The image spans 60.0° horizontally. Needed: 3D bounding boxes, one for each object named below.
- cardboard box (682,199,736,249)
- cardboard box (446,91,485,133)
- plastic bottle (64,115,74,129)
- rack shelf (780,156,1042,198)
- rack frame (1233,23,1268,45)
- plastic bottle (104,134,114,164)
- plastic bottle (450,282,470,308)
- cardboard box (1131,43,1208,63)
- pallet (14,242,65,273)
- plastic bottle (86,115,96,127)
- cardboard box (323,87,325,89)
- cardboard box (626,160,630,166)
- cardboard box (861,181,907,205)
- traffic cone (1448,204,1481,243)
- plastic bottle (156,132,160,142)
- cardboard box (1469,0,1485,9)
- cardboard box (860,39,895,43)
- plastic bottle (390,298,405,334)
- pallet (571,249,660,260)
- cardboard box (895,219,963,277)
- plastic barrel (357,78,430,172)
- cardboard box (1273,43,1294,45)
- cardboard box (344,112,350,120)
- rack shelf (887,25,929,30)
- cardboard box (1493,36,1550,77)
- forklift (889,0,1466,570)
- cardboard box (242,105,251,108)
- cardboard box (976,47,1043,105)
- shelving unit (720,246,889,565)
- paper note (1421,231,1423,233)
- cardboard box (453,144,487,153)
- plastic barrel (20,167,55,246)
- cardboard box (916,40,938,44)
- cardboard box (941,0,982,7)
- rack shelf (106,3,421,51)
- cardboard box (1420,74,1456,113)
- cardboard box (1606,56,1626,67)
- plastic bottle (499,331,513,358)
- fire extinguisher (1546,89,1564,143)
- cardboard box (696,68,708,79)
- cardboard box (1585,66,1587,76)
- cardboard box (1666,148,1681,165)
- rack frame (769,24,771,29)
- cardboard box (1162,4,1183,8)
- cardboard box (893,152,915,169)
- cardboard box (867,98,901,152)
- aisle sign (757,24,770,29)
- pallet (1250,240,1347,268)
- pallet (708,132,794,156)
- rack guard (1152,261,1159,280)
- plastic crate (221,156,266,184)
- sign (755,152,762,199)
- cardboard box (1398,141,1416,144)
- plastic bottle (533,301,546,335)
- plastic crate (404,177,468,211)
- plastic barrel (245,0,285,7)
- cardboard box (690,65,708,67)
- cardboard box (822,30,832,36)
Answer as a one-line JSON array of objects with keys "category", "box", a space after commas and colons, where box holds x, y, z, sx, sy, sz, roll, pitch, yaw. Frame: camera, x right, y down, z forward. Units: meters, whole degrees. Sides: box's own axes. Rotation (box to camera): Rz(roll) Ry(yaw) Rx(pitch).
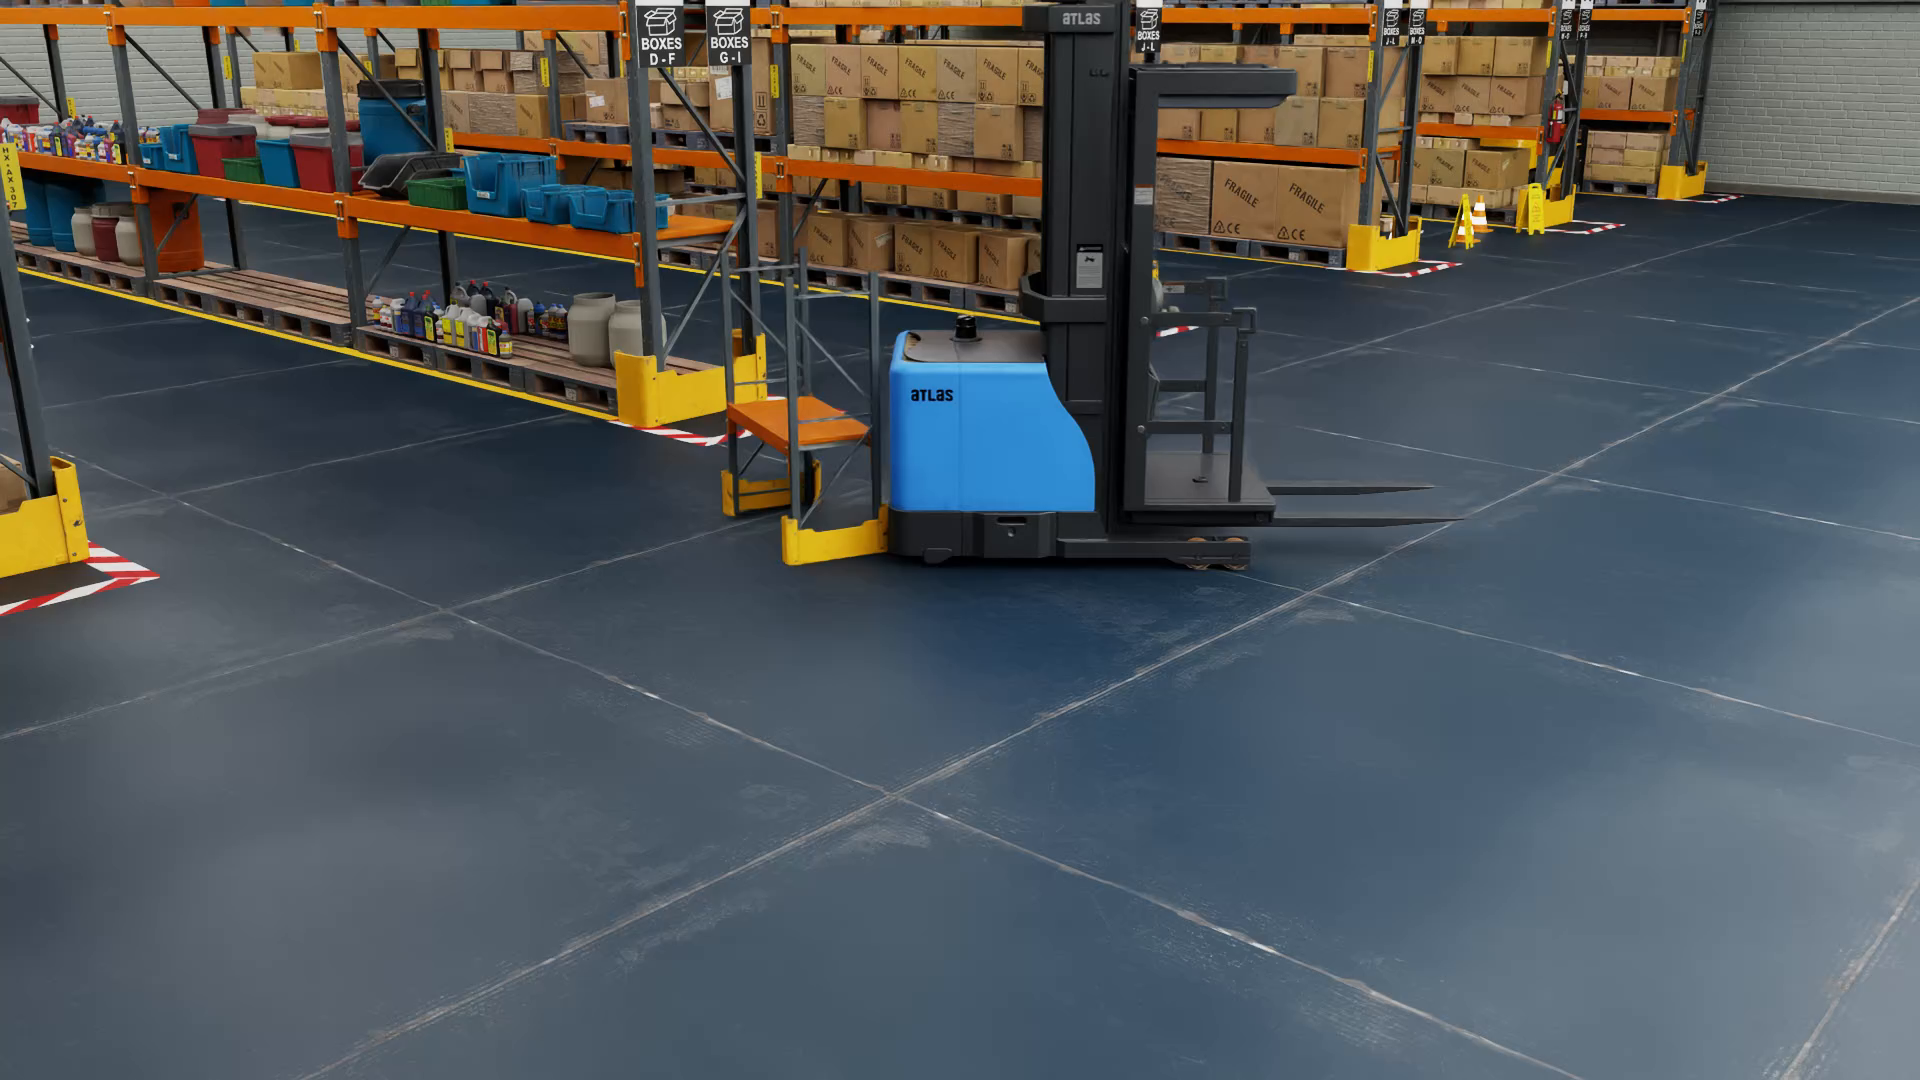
[{"category": "cardboard box", "box": [-2.747, -3.646, 19.047, 0.500, 0.500, 0.700, 13, 22, 35]}, {"category": "cardboard box", "box": [-6.204, -5.489, 21.282, 0.500, 0.500, 0.500, 16, 23, 40]}, {"category": "plastic bottle", "box": [-10.001, -4.607, 18.749, 0.185, 0.351, 0.144, 15, 23, 39]}, {"category": "rack shelf", "box": [-0.043, -3.543, 16.506, 4.000, 0.370, 1.077, 15, 23, 39]}, {"category": "rack frame", "box": [5.339, -8.456, 30.799, 0.127, 3.000, 1.000, 15, 23, 39]}, {"category": "plastic bottle", "box": [-8.577, -3.945, 16.778, 0.133, 0.283, 0.061, 15, 23, 39]}, {"category": "plastic bottle", "box": [-4.249, -2.017, 14.161, 0.185, 0.351, 0.144, 15, 23, 39]}, {"category": "cardboard box", "box": [2.571, -5.810, 20.426, 0.550, 0.550, 0.875, 15, 23, 39]}, {"category": "pallet", "box": [-10.260, -3.280, 19.097, 1.213, 0.211, 1.003, 15, 23, 39]}, {"category": "plastic bottle", "box": [-9.767, -4.602, 18.735, 0.185, 0.351, 0.144, 15, 23, 39]}, {"category": "cardboard box", "box": [-9.216, -6.526, 24.472, 0.500, 0.250, 0.500, 14, 22, 37]}, {"category": "cardboard box", "box": [-5.350, -6.191, 27.187, 0.250, 0.149, 0.380, 16, 23, 41]}, {"category": "cardboard box", "box": [-0.767, -5.178, 23.493, 0.750, 0.750, 1.050, 15, 23, 39]}, {"category": "traffic cone", "box": [6.371, -3.992, 20.926, 0.334, 0.463, 0.336, 15, 23, 39]}, {"category": "plastic bottle", "box": [-8.516, -4.251, 17.740, 0.133, 0.283, 0.061, 15, 23, 39]}, {"category": "cardboard box", "box": [7.049, -7.214, 22.342, 0.250, 0.149, 0.380, 15, 23, 40]}, {"category": "cardboard box", "box": [-1.481, -8.692, 29.724, 0.500, 0.500, 0.500, 15, 23, 39]}, {"category": "plastic bottle", "box": [-4.619, -1.856, 13.778, 0.135, 0.276, 0.152, 16, 24, 41]}, {"category": "pallet", "box": [-3.947, -3.604, 20.120, 1.213, 0.211, 1.003, 15, 23, 39]}, {"category": "cardboard box", "box": [-0.316, -2.987, 17.002, 0.500, 0.500, 0.500, 13, 22, 34]}, {"category": "plastic barrel", "box": [-4.914, -3.552, 14.516, 0.708, 0.901, 0.600, 15, 23, 39]}, {"category": "cardboard box", "box": [4.922, -7.403, 25.055, 0.250, 0.149, 0.380, 15, 23, 39]}, {"category": "cardboard box", "box": [-8.352, -5.864, 23.047, 0.250, 0.149, 0.380, 15, 23, 38]}, {"category": "rack shelf", "box": [0.551, -8.821, 28.179, 4.000, 0.370, 1.077, 15, 23, 39]}, {"category": "cardboard box", "box": [7.504, -6.446, 22.153, 0.500, 0.500, 0.700, 14, 23, 38]}, {"category": "forklift", "box": [1.147, -1.402, 8.685, 3.031, 2.935, 1.130, 0, 18, 0]}, {"category": "cardboard box", "box": [-10.468, -6.431, 24.833, 0.250, 0.149, 0.380, 15, 23, 40]}, {"category": "cardboard box", "box": [0.500, -4.304, 15.405, 0.500, 0.500, 0.500, 15, 23, 39]}, {"category": "shelving unit", "box": [-0.874, -0.765, 9.043, 0.587, 1.500, 1.083, -8, 19, -25]}, {"category": "paper note", "box": [6.003, -4.051, 21.825, 0.142, 0.019, 0.148, 7, 19, 21]}, {"category": "cardboard box", "box": [-6.361, -4.778, 22.026, 0.875, 0.875, 1.225, 14, 22, 37]}, {"category": "plastic barrel", "box": [-10.414, -3.860, 19.091, 0.708, 0.901, 0.600, 15, 23, 39]}, {"category": "cardboard box", "box": [-0.407, -8.411, 28.837, 0.500, 0.500, 0.500, 15, 23, 39]}, {"category": "cardboard box", "box": [0.171, -5.086, 15.469, 0.500, 0.250, 0.500, 16, 23, 40]}, {"category": "rack shelf", "box": [-6.322, -4.655, 15.052, 4.000, 0.370, 1.077, 15, 23, 39]}, {"category": "cardboard box", "box": [6.699, -6.165, 22.923, 0.500, 0.500, 0.500, 15, 23, 39]}, {"category": "cardboard box", "box": [10.359, -7.529, 26.147, 0.250, 0.149, 0.380, 15, 23, 40]}, {"category": "plastic bottle", "box": [-3.499, -1.509, 12.807, 0.097, 0.201, 0.097, 0, 18, 0]}, {"category": "fire extinguisher", "box": [7.811, -5.562, 21.808, 0.183, 0.674, 0.296, 15, 23, 39]}, {"category": "cardboard box", "box": [-3.763, -7.070, 25.167, 0.250, 0.149, 0.380, 15, 23, 40]}, {"category": "cardboard box", "box": [9.902, -7.465, 26.438, 0.250, 0.149, 0.380, 15, 23, 40]}, {"category": "cardboard box", "box": [11.109, -6.119, 26.460, 0.500, 0.250, 0.500, 16, 23, 40]}, {"category": "rack frame", "box": [-3.936, -8.939, 32.319, 0.127, 3.000, 1.000, 15, 23, 39]}, {"category": "cardboard box", "box": [3.207, -8.512, 25.844, 0.637, 0.503, 0.797, 15, 23, 39]}, {"category": "cardboard box", "box": [-0.447, -3.758, 16.411, 0.250, 0.149, 0.380, 15, 23, 39]}, {"category": "cardboard box", "box": [-0.452, -4.187, 16.688, 0.500, 0.500, 0.875, 15, 23, 39]}, {"category": "aisle sign", "box": [-3.784, -10.263, 32.193, 0.004, 0.787, 0.394, 15, 23, 39]}, {"category": "pallet", "box": [4.171, -3.400, 19.476, 1.213, 0.211, 1.003, 15, 23, 39]}, {"category": "pallet", "box": [-2.014, -4.382, 18.279, 1.213, 0.211, 1.003, 15, 23, 39]}, {"category": "rack guard", "box": [1.396, -2.308, 15.558, 0.348, 0.500, 1.175, 15, 23, 39]}, {"category": "plastic crate", "box": [-6.316, -3.352, 15.064, 0.662, 0.188, 0.450, 15, 23, 39]}, {"category": "sign", "box": [-1.466, -2.619, 11.949, 0.005, 0.325, 0.100, 15, 23, 39]}, {"category": "cardboard box", "box": [6.424, -5.515, 24.141, 0.500, 0.500, 0.500, 17, 24, 42]}, {"category": "plastic bottle", "box": [-3.467, -1.837, 13.725, 0.097, 0.271, 0.097, 0, 18, 0]}, {"category": "plastic crate", "box": [-3.998, -2.729, 13.104, 0.662, 0.188, 0.450, 15, 23, 39]}, {"category": "plastic barrel", "box": [-5.840, -5.020, 14.183, 0.600, 0.901, 0.600, 0, 18, 0]}, {"category": "cardboard box", "box": [-4.358, -7.342, 26.629, 0.500, 0.500, 0.500, 15, 23, 38]}, {"category": "cardboard box", "box": [-2.300, -9.230, 30.346, 0.250, 0.149, 0.380, 14, 23, 38]}]
